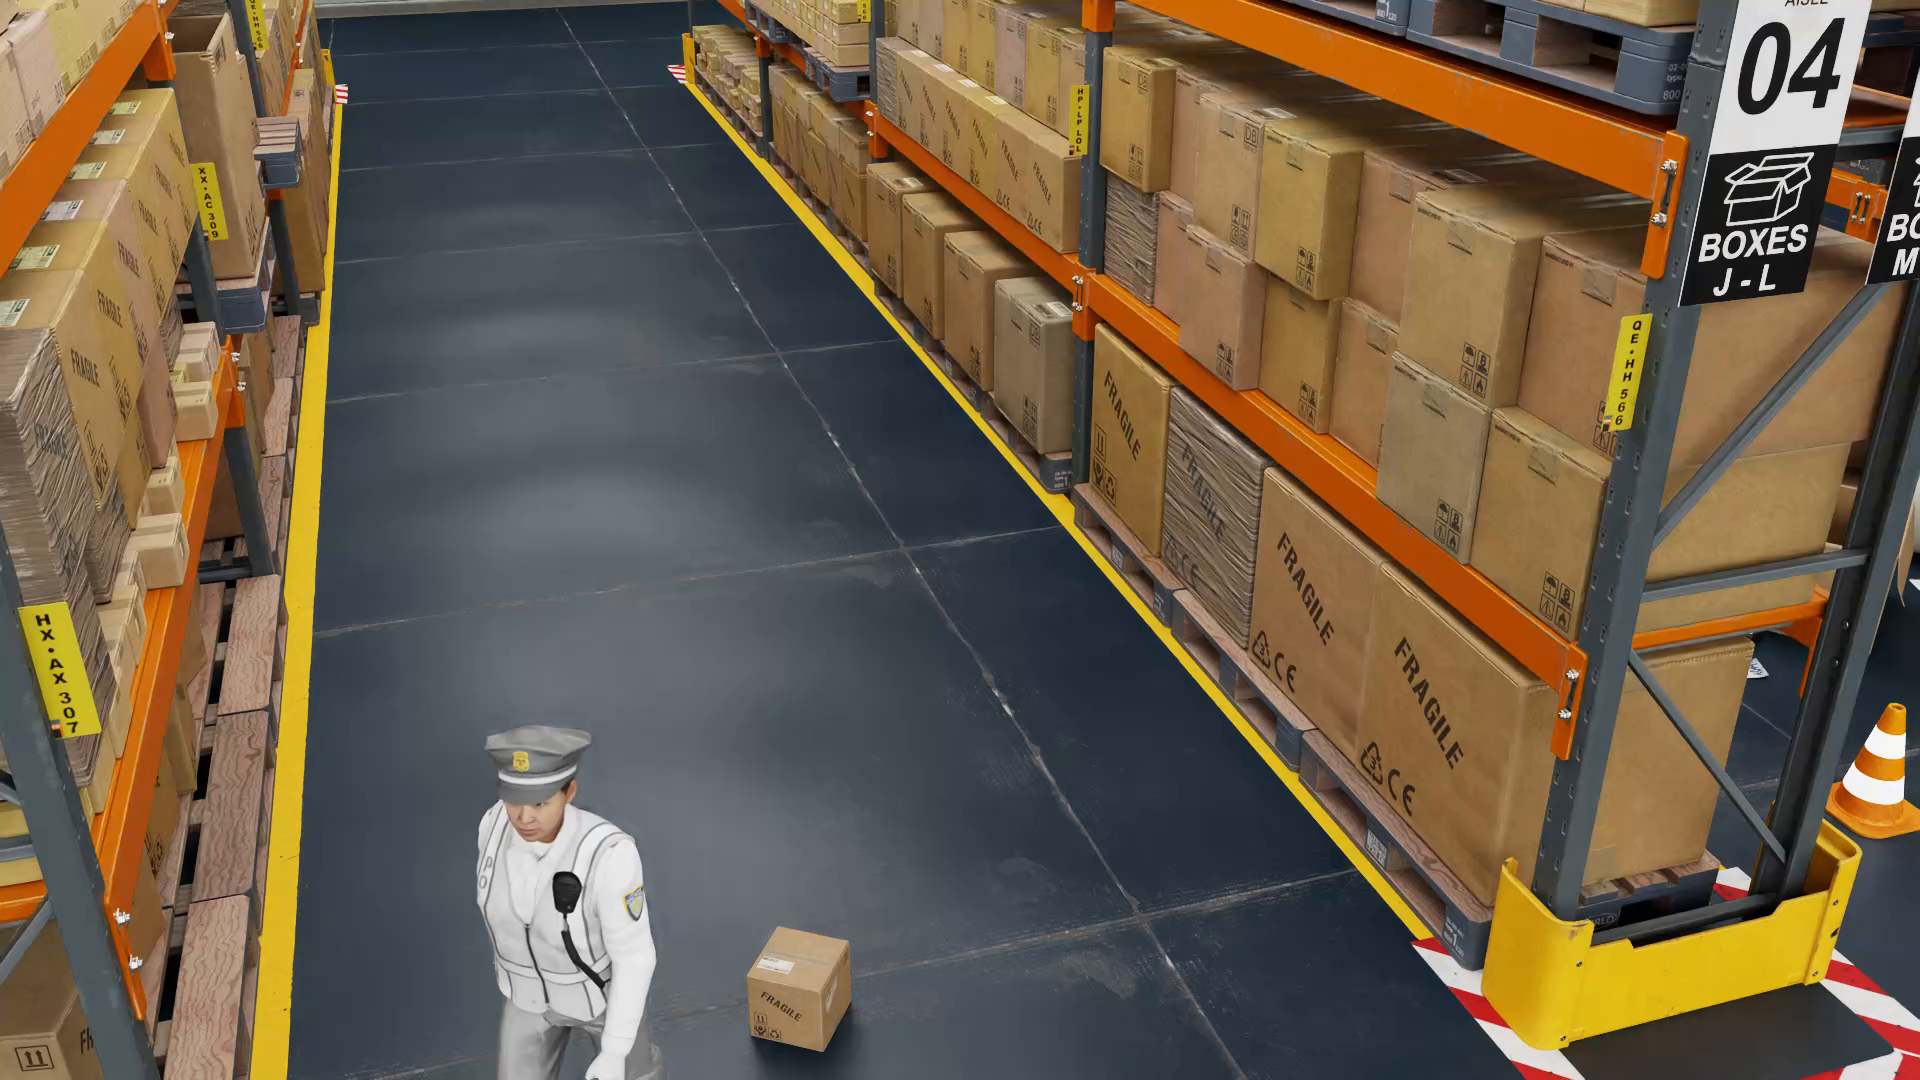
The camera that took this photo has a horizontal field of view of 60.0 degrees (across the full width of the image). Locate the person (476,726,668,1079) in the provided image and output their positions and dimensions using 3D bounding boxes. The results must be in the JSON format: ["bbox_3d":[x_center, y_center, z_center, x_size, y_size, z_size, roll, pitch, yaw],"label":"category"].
[{"bbox_3d":[-1.017,1.181,4.233,0.555,1.645,0.947,5,27,11],"label":"person"}]
